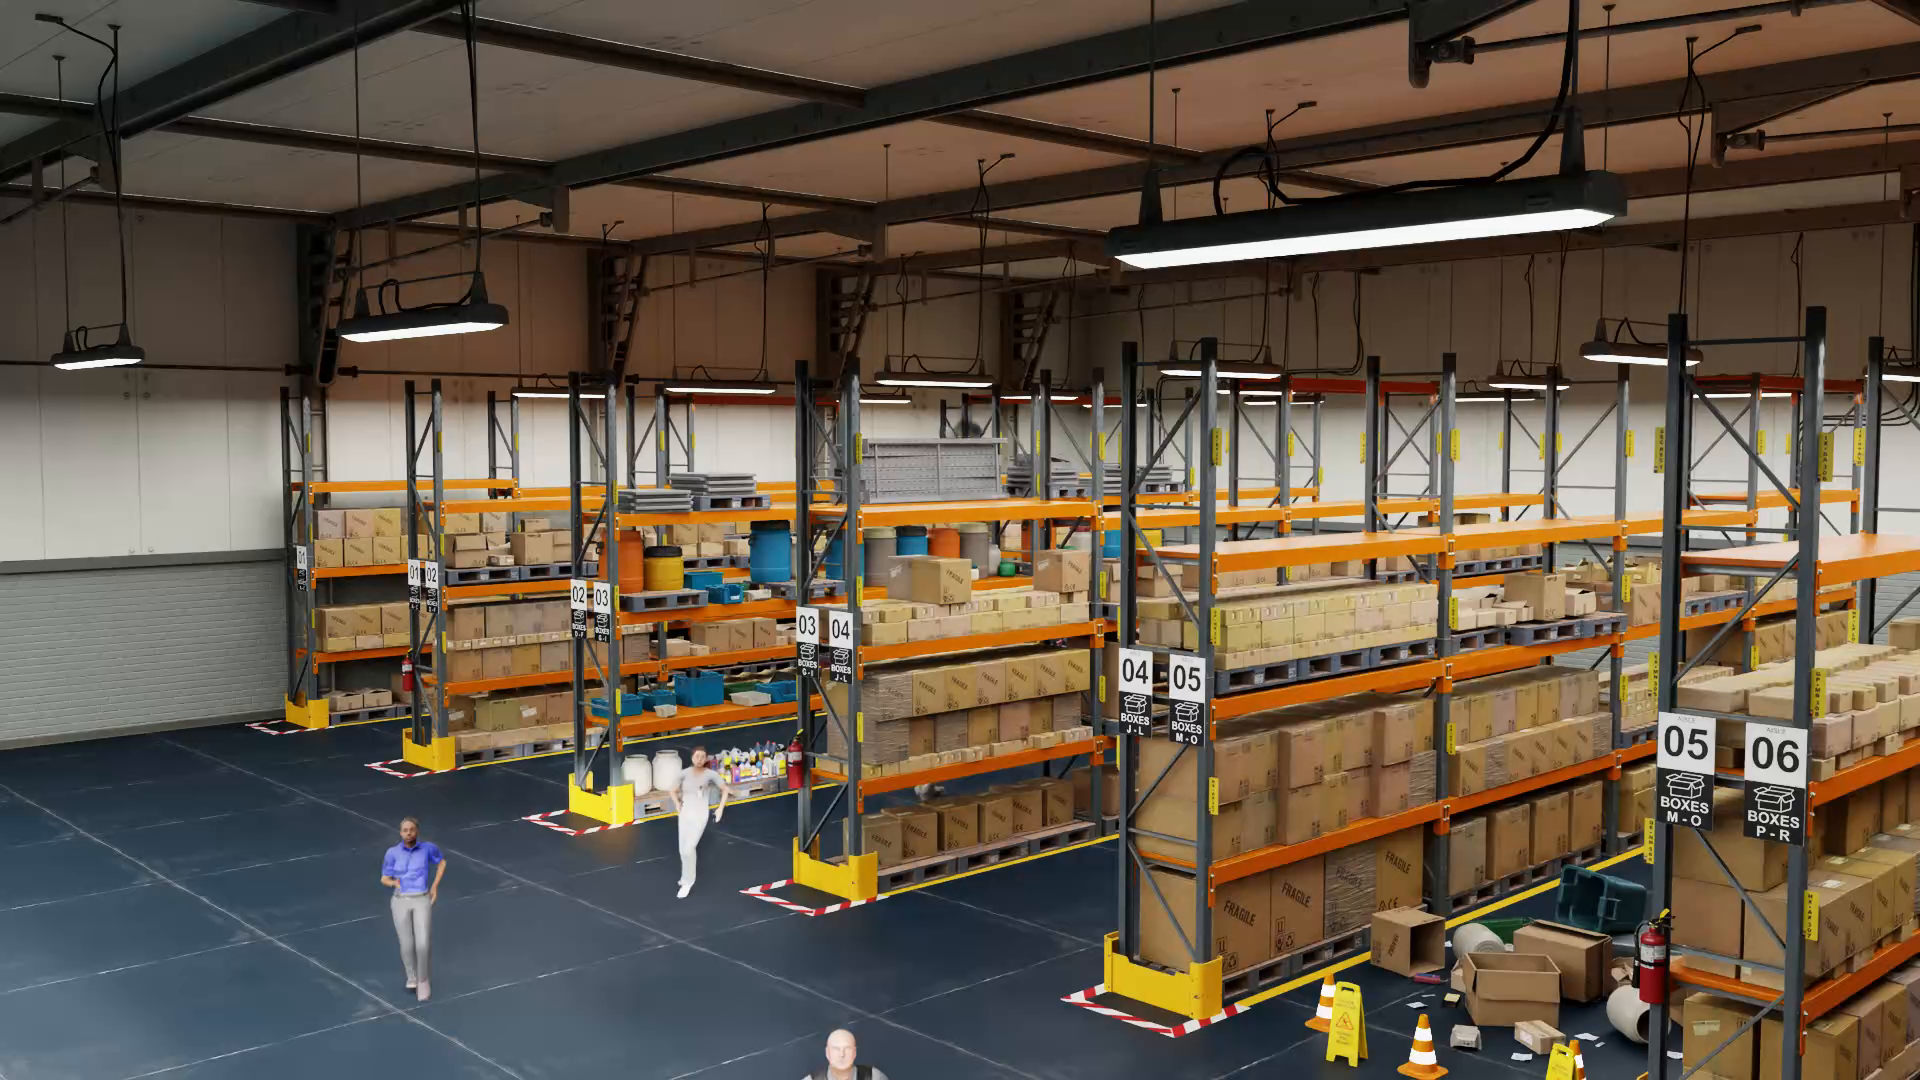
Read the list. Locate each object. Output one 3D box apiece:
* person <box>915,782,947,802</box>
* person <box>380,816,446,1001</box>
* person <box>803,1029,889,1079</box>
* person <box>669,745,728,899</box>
[{"bbox_3d":[-0.348,2.901,21.934,0.658,1.731,0.678,3,5,41],"label":"person"},{"bbox_3d":[-5.005,3.376,15.217,0.559,1.684,0.677,-1,4,-13],"label":"person"},{"bbox_3d":[-0.662,3.698,9.658,0.708,1.691,0.555,0,4,-5],"label":"person"},{"bbox_3d":[-2.956,3.143,18.688,0.628,1.682,0.664,1,4,12],"label":"person"}]
